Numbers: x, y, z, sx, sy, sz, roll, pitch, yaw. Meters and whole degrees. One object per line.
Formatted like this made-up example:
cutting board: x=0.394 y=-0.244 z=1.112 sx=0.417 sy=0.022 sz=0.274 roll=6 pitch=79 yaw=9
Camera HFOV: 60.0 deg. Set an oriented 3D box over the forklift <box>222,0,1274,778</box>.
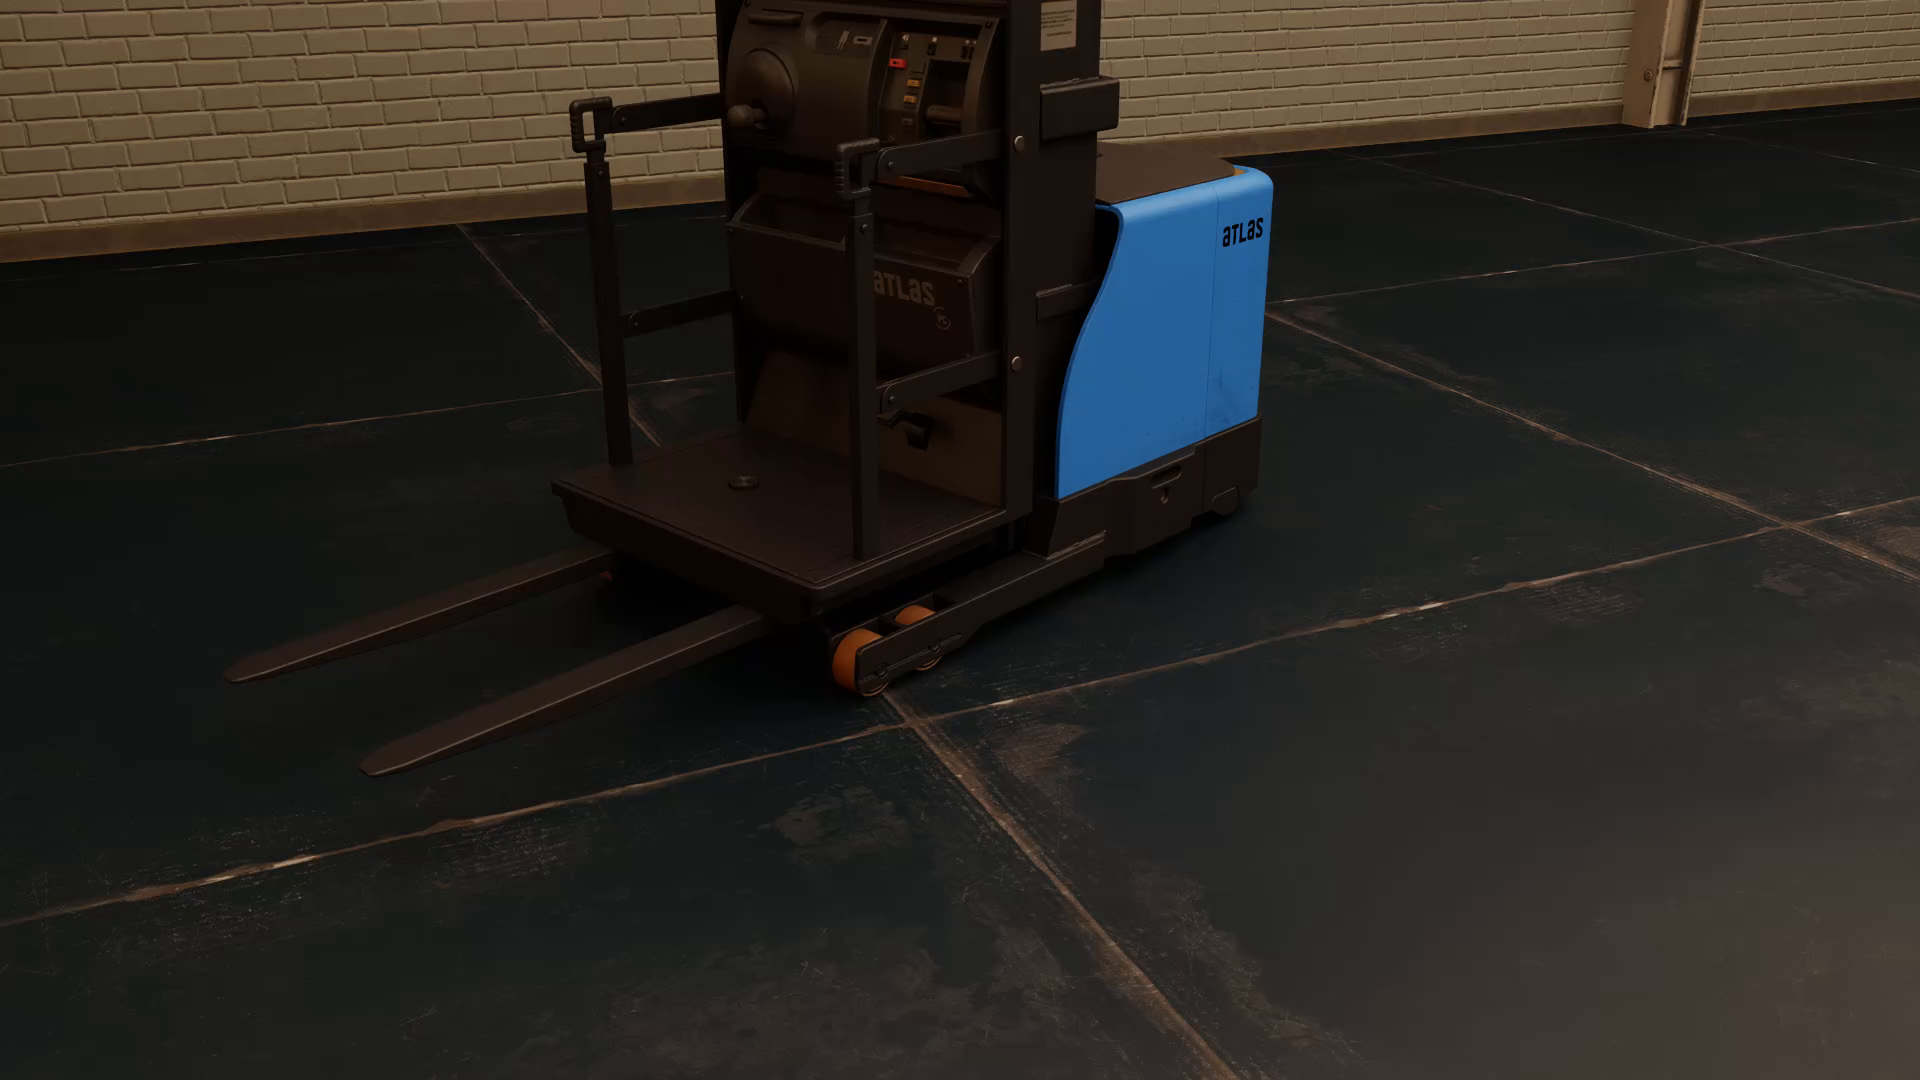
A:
forklift: x=-0.413 y=-1.182 z=4.131 sx=1.130 sy=2.935 sz=3.031 roll=19 pitch=29 yaw=39
